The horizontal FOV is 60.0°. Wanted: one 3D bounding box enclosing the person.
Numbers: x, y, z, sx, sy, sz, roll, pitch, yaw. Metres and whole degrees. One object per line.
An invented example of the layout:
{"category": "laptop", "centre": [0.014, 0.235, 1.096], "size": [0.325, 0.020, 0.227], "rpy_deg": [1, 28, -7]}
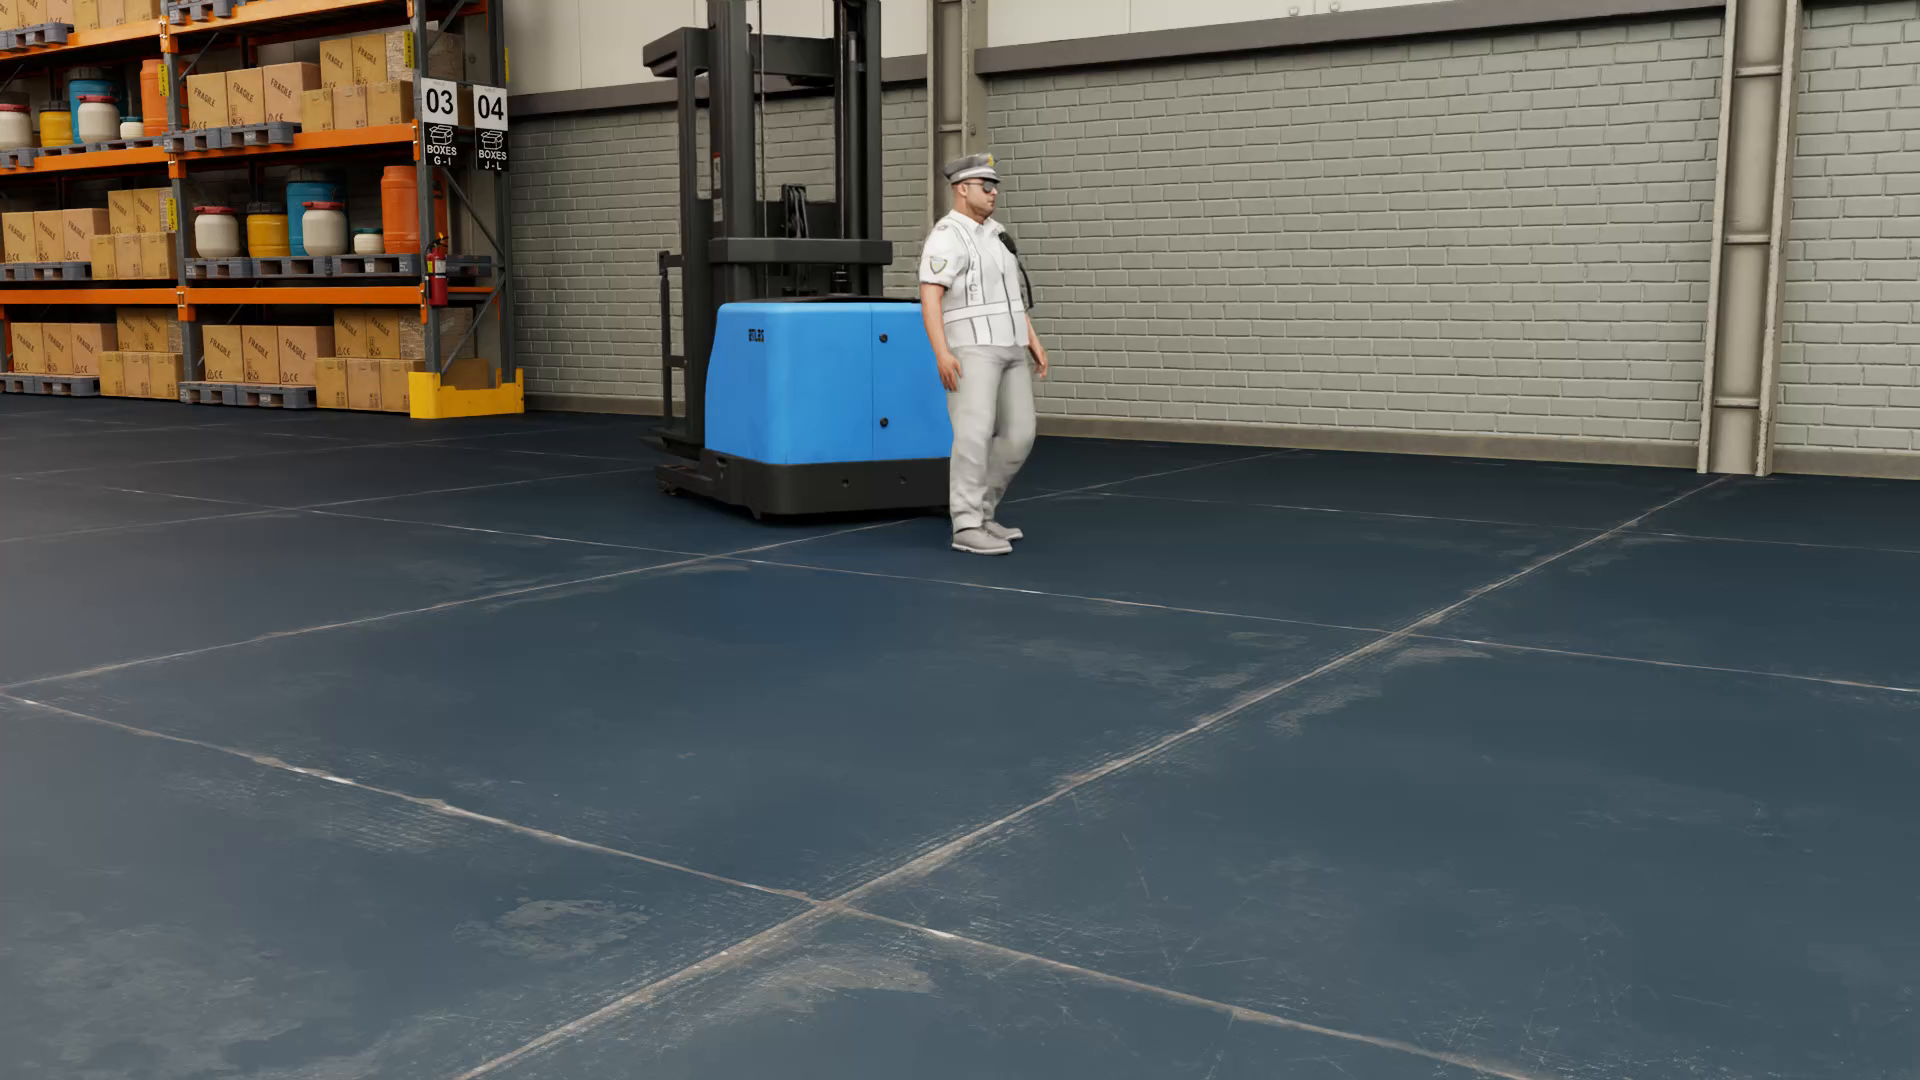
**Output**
{"category": "person", "centre": [0.158, -0.837, 7.411], "size": [0.602, 1.752, 0.698], "rpy_deg": [7, 10, 39]}

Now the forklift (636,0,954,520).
{"category": "forklift", "centre": [-1.096, -1.719, 9.283], "size": [1.130, 2.935, 3.031], "rpy_deg": [-4, 9, -26]}
